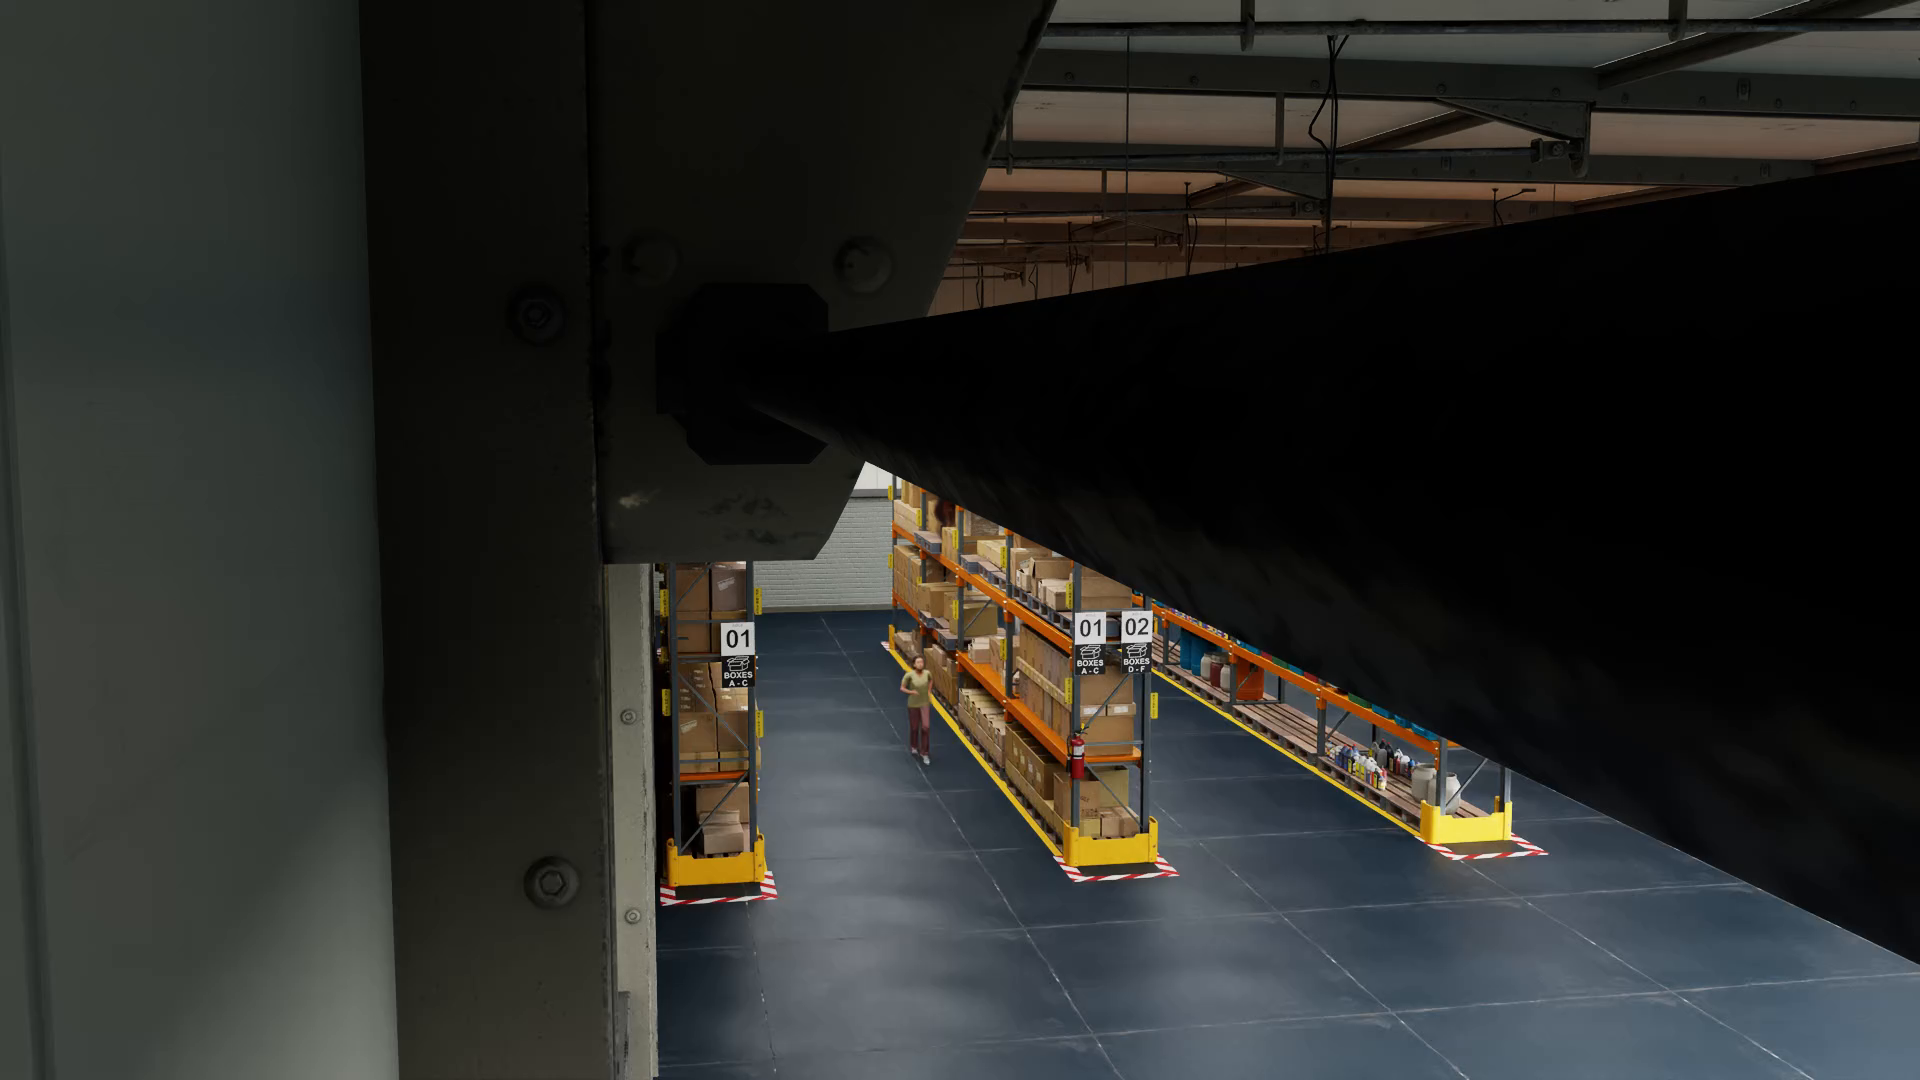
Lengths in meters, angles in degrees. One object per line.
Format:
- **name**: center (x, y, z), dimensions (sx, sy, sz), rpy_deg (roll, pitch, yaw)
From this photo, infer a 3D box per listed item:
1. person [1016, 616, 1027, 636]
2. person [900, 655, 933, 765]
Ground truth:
- **person**: center (1.305, 1.686, 35.125), dimensions (0.684, 1.727, 0.773), rpy_deg (-2, 7, -19)
- **person**: center (-0.679, 2.663, 26.367), dimensions (0.559, 1.723, 0.743), rpy_deg (-1, 6, -10)
